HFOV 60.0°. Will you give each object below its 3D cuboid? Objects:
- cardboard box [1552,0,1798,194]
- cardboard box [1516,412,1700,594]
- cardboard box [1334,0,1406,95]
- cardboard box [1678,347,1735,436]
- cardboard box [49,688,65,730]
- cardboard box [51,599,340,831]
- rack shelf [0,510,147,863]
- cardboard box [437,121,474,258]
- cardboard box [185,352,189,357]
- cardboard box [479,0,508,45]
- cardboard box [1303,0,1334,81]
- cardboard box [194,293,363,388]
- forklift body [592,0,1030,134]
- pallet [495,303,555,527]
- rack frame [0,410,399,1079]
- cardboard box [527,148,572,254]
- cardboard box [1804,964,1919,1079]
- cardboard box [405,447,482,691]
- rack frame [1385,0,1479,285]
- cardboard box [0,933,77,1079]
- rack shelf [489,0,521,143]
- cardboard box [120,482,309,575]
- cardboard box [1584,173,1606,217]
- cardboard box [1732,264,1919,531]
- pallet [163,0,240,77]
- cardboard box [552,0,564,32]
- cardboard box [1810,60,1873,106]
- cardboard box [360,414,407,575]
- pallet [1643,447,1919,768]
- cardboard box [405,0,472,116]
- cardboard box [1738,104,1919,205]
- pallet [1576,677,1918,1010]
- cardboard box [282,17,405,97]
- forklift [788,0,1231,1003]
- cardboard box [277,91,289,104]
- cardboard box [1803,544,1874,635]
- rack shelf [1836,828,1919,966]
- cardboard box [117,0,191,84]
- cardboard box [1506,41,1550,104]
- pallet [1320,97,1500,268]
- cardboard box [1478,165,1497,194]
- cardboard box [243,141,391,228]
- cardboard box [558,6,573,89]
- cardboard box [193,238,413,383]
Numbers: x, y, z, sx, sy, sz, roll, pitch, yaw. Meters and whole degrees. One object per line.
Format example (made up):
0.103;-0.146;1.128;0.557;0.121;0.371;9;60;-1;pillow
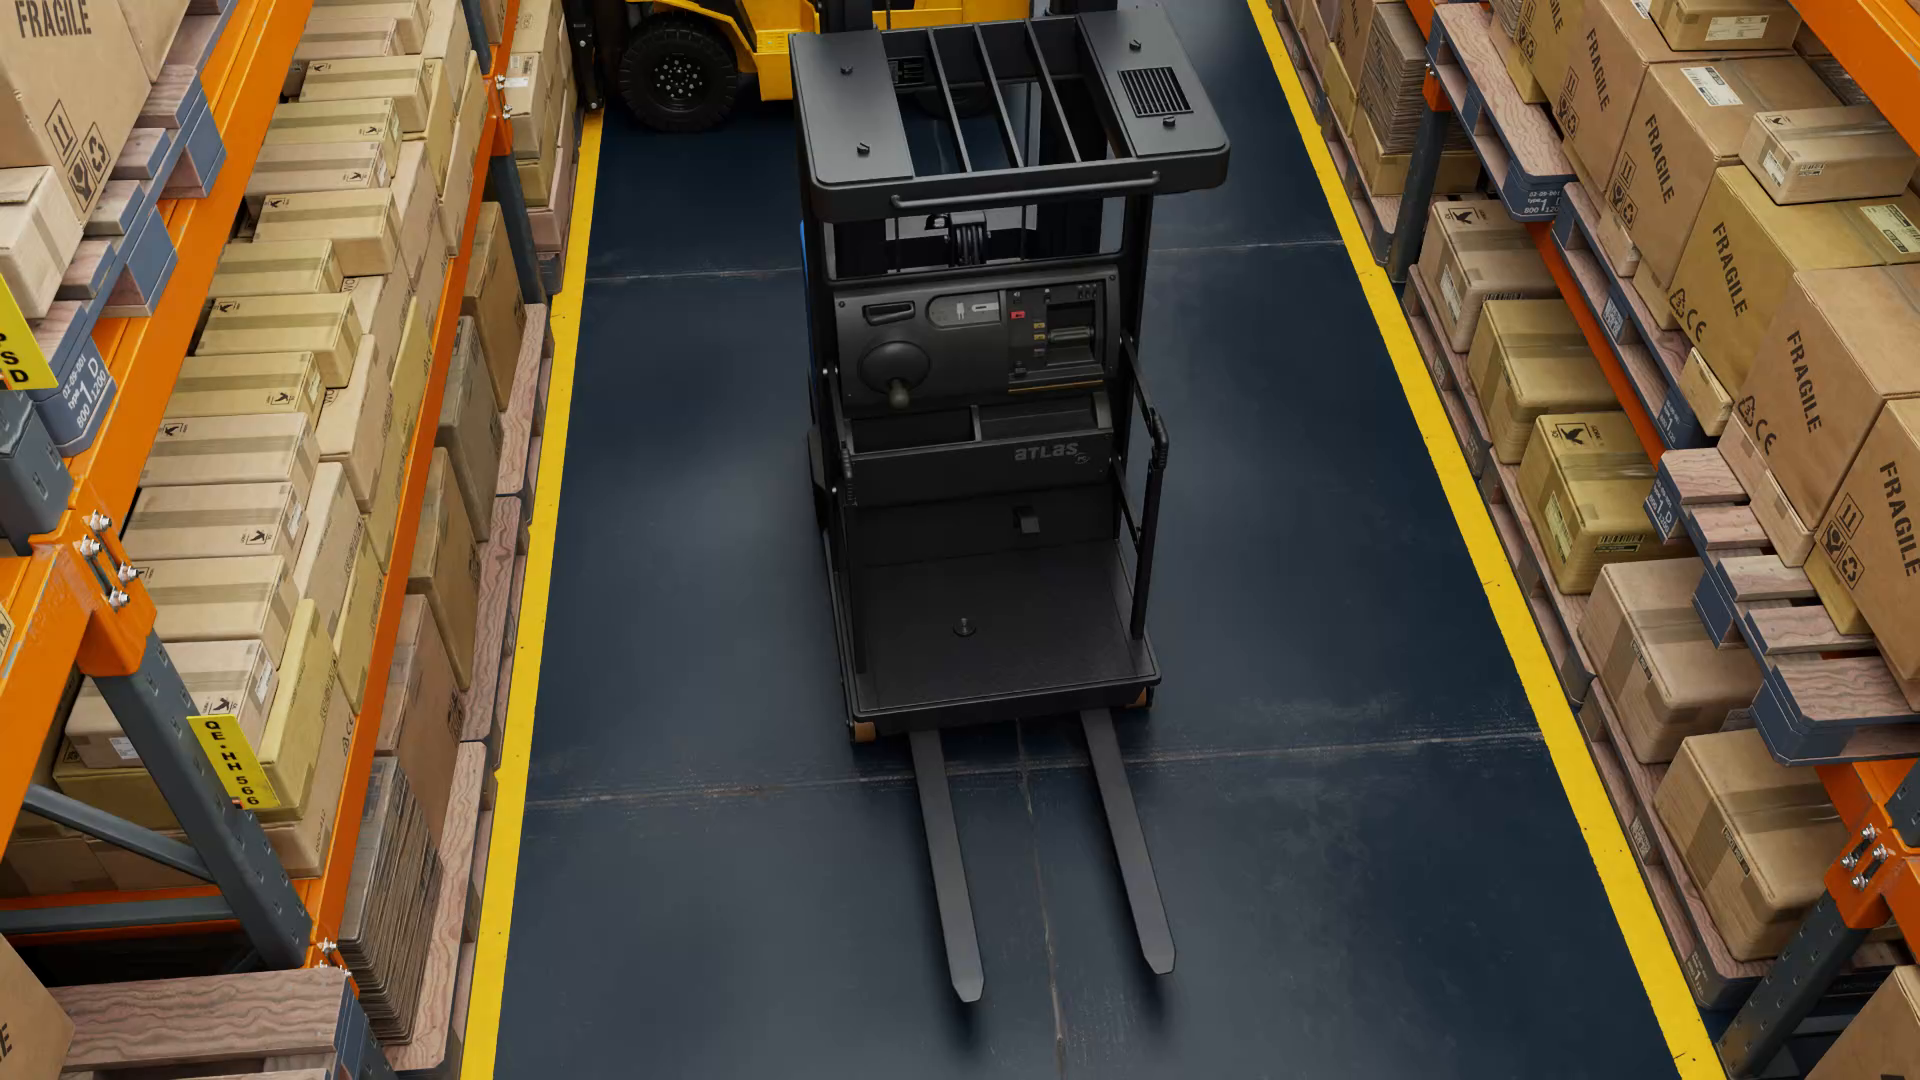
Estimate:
2.368;-1.521;5.562;0.500;0.500;0.500;-4;47;-4;cardboard box
2.714;-0.156;6.353;0.950;0.372;0.625;-2;47;-2;cardboard box
2.183;-2.554;8.191;0.500;0.500;0.500;-3;47;-3;cardboard box
2.407;-0.455;4.998;0.380;0.149;0.250;-3;47;-3;cardboard box
-2.296;0.400;3.789;0.380;0.149;0.250;-2;47;-2;cardboard box
-1.836;0.423;4.042;0.500;0.250;0.500;-4;47;-3;cardboard box
-1.899;1.544;1.652;1.077;0.370;4.000;-3;47;-3;rack shelf
-2.051;-1.250;5.971;0.500;0.250;0.500;-4;47;-4;cardboard box
-2.465;-0.280;4.708;0.500;0.250;0.500;-4;47;-4;cardboard box
-2.179;-2.385;6.874;0.500;0.500;0.500;-5;47;-4;cardboard box
2.134;-2.681;8.828;0.500;0.250;0.500;-3;47;-3;cardboard box
-1.918;-0.558;4.697;0.380;0.149;0.250;-3;47;-2;cardboard box
-0.760;-3.354;8.446;2.313;2.155;1.214;-3;47;-3;forklift body
-2.301;-0.524;7.101;1.003;0.211;1.213;-3;47;-3;pallet
-2.067;0.881;3.850;1.000;3.000;0.127;-3;47;-3;rack frame
-2.112;-1.582;7.787;0.500;0.250;0.500;-3;47;-3;cardboard box
2.854;1.667;4.279;0.875;0.875;0.875;-4;47;-4;cardboard box
-2.225;0.141;5.896;0.875;0.625;0.625;-5;47;-5;cardboard box
2.544;-2.318;6.879;1.000;3.000;0.127;-3;47;-3;rack frame
-2.179;1.084;3.300;0.500;0.500;0.500;-2;47;-1;cardboard box
-2.569;-3.213;8.222;1.077;0.370;4.000;-3;47;-3;rack shelf
-1.871;-0.003;4.171;0.380;0.149;0.250;-2;47;-2;cardboard box
2.386;-1.207;5.711;0.380;0.149;0.250;-3;47;-3;cardboard box
2.510;-0.390;4.491;0.500;0.500;0.500;-4;47;-4;cardboard box
-2.309;-1.380;4.055;1.003;0.211;1.213;-2;47;-1;pallet
-2.215;-2.655;8.114;0.500;0.250;0.500;-2;47;-2;cardboard box
2.936;-1.167;5.226;0.500;0.500;0.500;-5;47;-5;cardboard box
-1.948;-0.140;4.920;0.500;0.250;0.500;-5;47;-5;cardboard box
2.713;0.133;4.690;1.213;0.211;1.003;-3;47;-3;pallet
-2.106;-1.794;6.142;0.500;0.250;0.500;-4;47;-4;cardboard box
2.461;-1.094;4.711;0.380;0.149;0.250;-6;47;-5;cardboard box
2.815;0.970;5.686;1.003;0.211;1.213;-3;47;-3;pallet
-2.144;-1.671;5.751;0.380;0.149;0.250;-4;47;-3;cardboard box
0.098;-0.559;5.261;1.130;2.935;3.031;-7;47;-6;forklift
-2.583;-1.387;5.756;0.500;0.250;0.500;-4;47;-4;cardboard box
2.523;0.106;4.468;0.380;0.149;0.250;-3;47;-3;cardboard box
3.047;2.271;3.029;1.077;0.370;4.000;-3;47;-3;rack shelf
-2.026;-1.262;3.386;0.700;0.500;0.500;-4;47;-4;cardboard box
2.288;-1.775;6.249;0.380;0.149;0.250;-3;47;-2;cardboard box
2.453;-1.843;8.350;1.003;0.211;1.213;-3;47;-3;pallet
2.764;-1.960;8.145;0.500;0.250;0.500;-5;47;-5;cardboard box
-2.015;-1.114;5.224;0.380;0.149;0.250;-3;47;-3;cardboard box
-2.209;-2.482;8.295;0.500;0.250;0.500;-4;47;-4;cardboard box
-1.995;-0.686;5.092;0.500;0.250;0.500;-3;47;-3;cardboard box
